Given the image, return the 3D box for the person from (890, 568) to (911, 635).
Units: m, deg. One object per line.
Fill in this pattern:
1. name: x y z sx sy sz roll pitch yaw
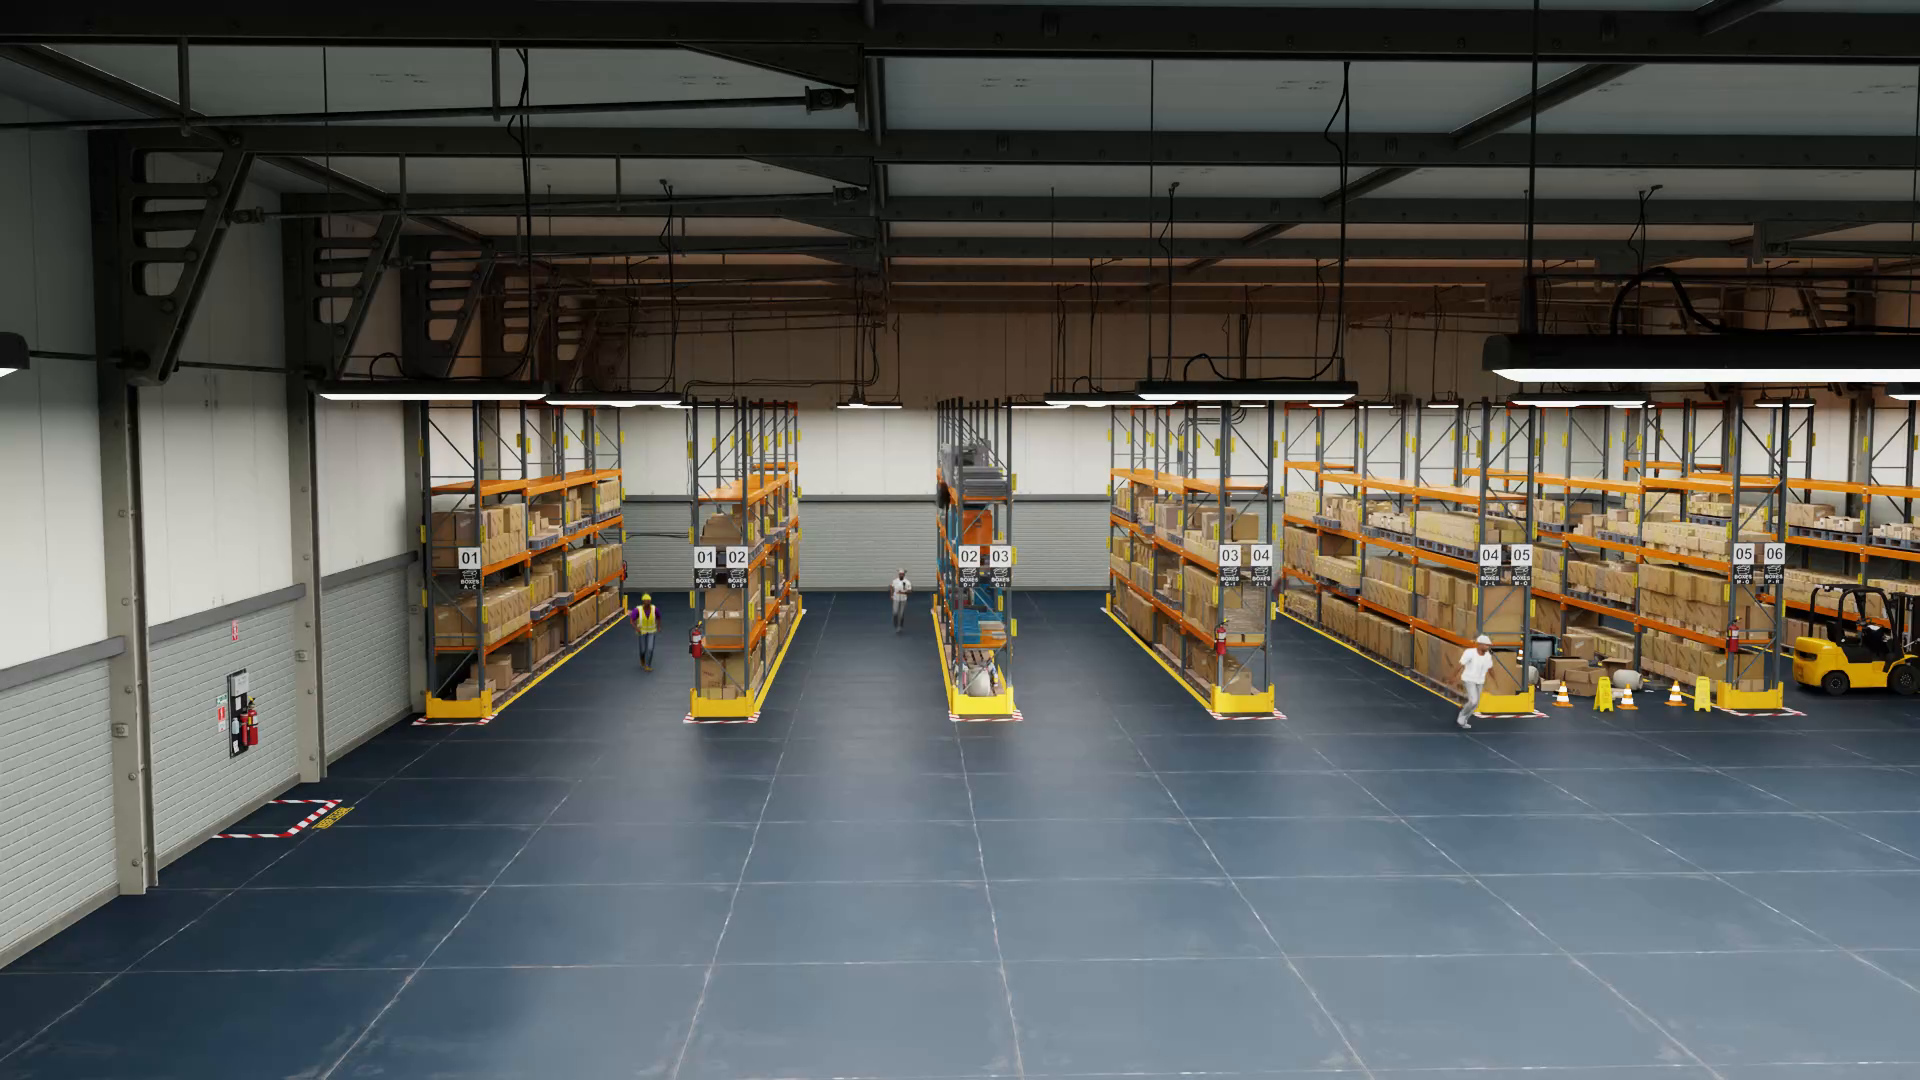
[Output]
1. person: -1.529 1.579 42.881 0.559 1.721 0.670 0 4 2

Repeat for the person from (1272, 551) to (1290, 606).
1. person: 9.518 1.135 48.834 0.710 1.658 0.577 -2 5 -21

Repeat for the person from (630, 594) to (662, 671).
1. person: -6.957 2.038 36.825 0.700 1.712 0.689 -1 5 -16

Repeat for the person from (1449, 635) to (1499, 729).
1. person: 9.273 2.555 29.930 0.693 1.715 0.661 -2 5 -28
